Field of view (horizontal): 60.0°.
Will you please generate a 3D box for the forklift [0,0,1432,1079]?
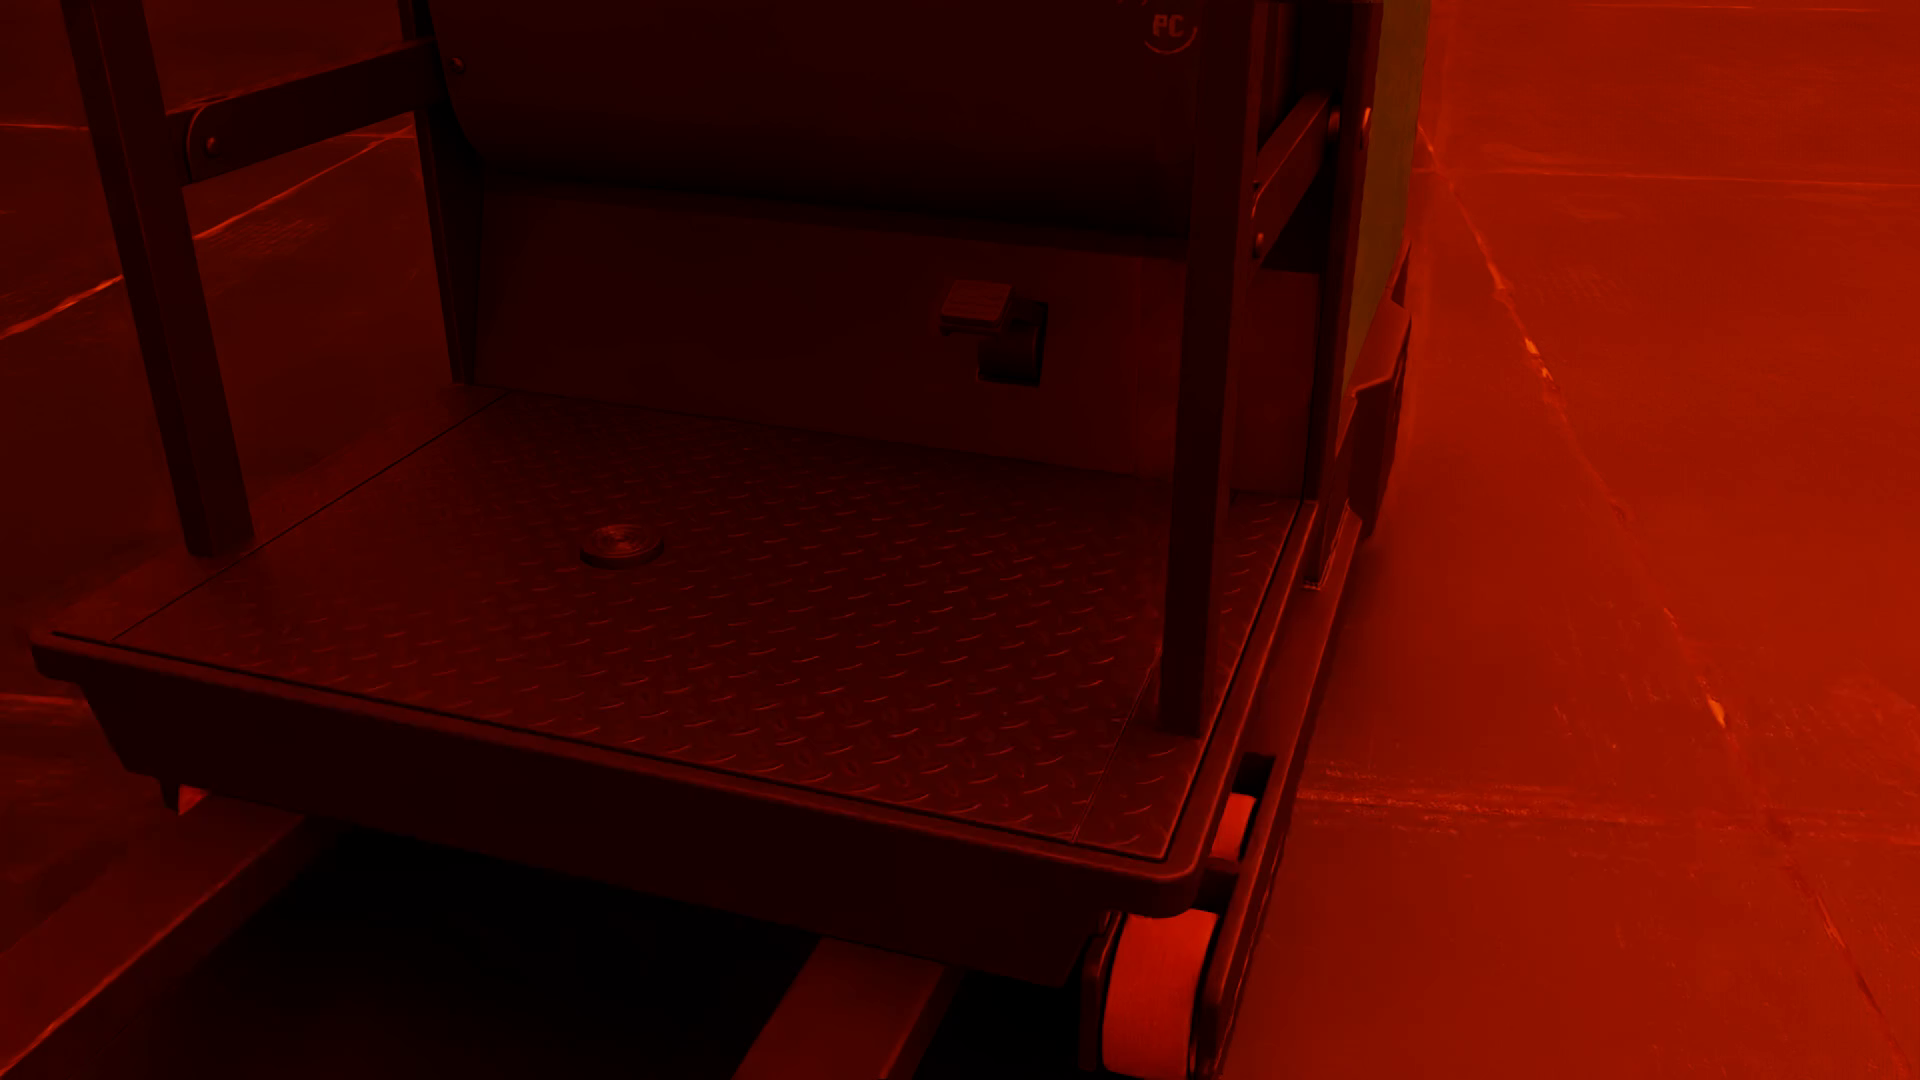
[{"bbox_3d":[-0.193,-1.023,1.267,1.130,2.935,3.031,9,28,17],"label":"forklift"}]
